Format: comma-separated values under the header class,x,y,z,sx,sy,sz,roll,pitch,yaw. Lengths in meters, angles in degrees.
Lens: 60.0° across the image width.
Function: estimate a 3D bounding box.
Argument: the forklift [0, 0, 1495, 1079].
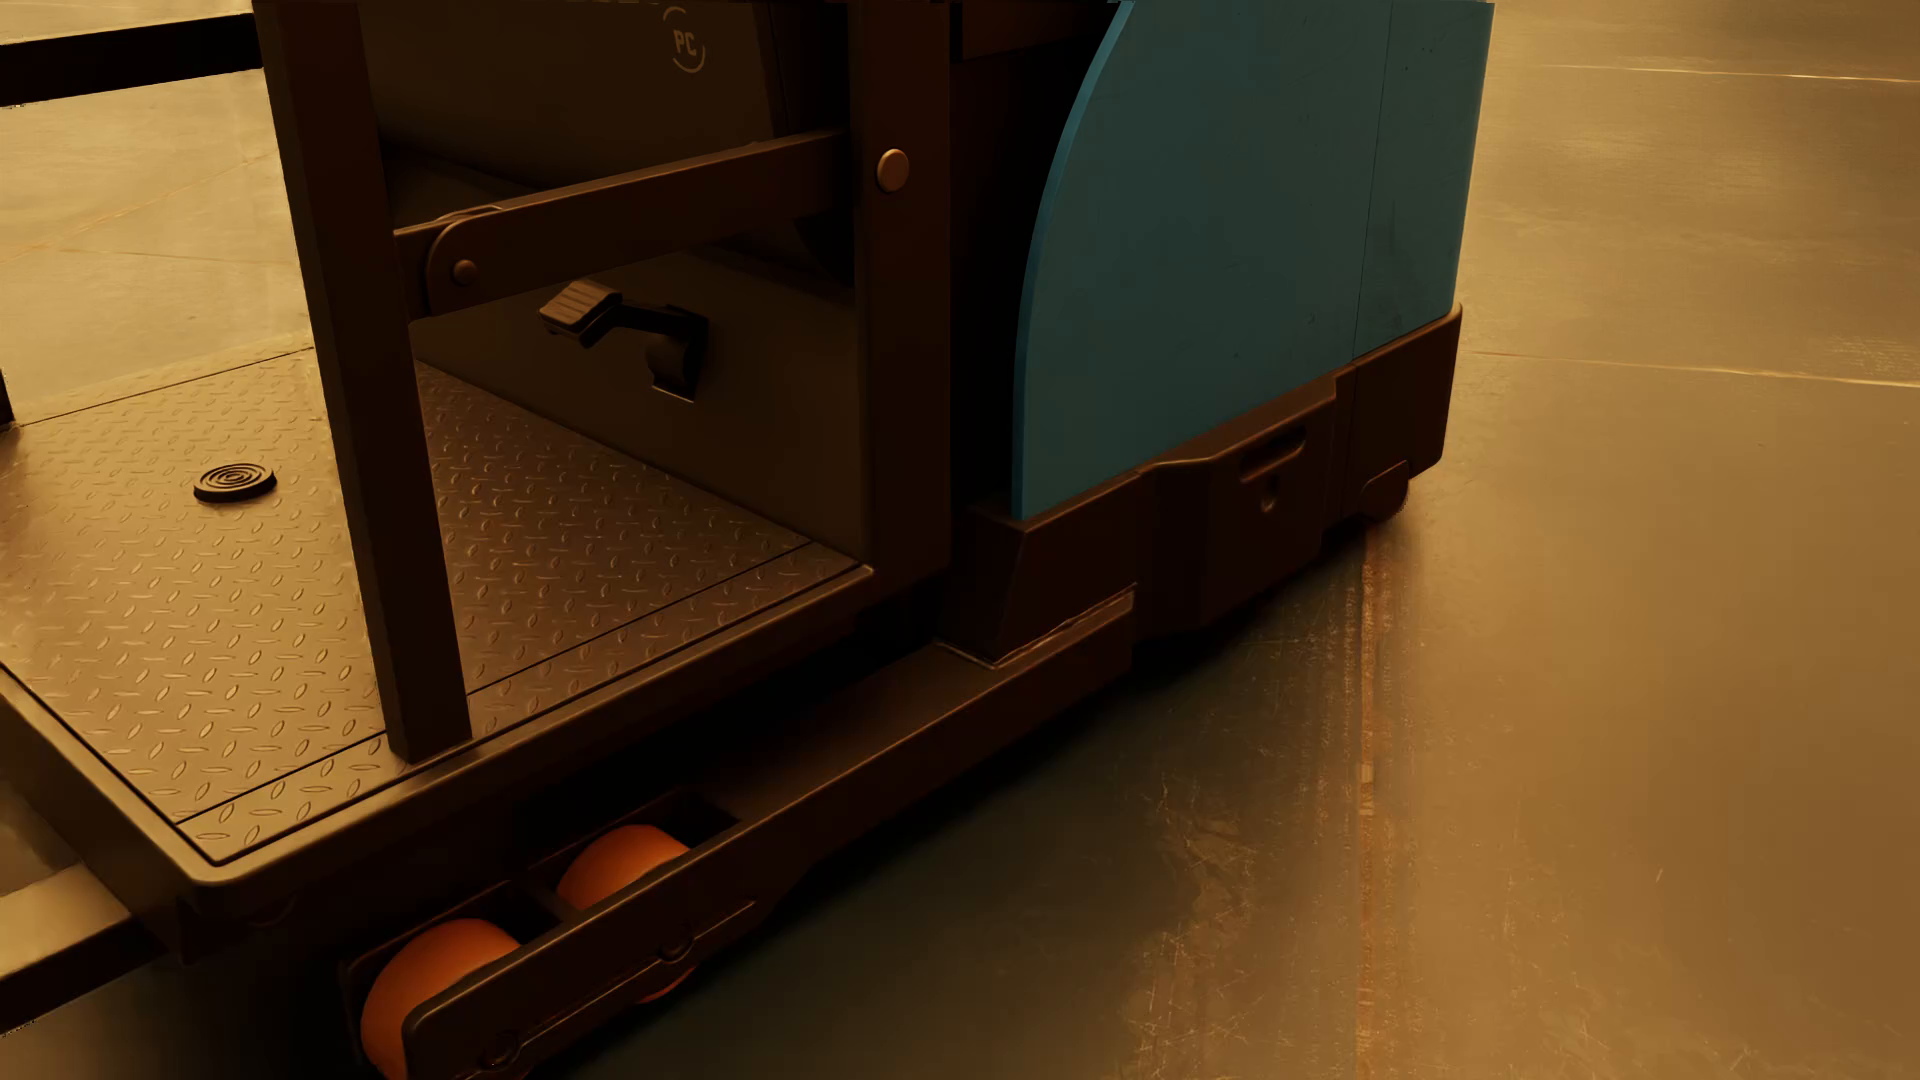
class,x,y,z,sx,sy,sz,roll,pitch,yaw
forklift,-0.615,-1.058,1.344,1.130,2.935,3.031,23,35,38
